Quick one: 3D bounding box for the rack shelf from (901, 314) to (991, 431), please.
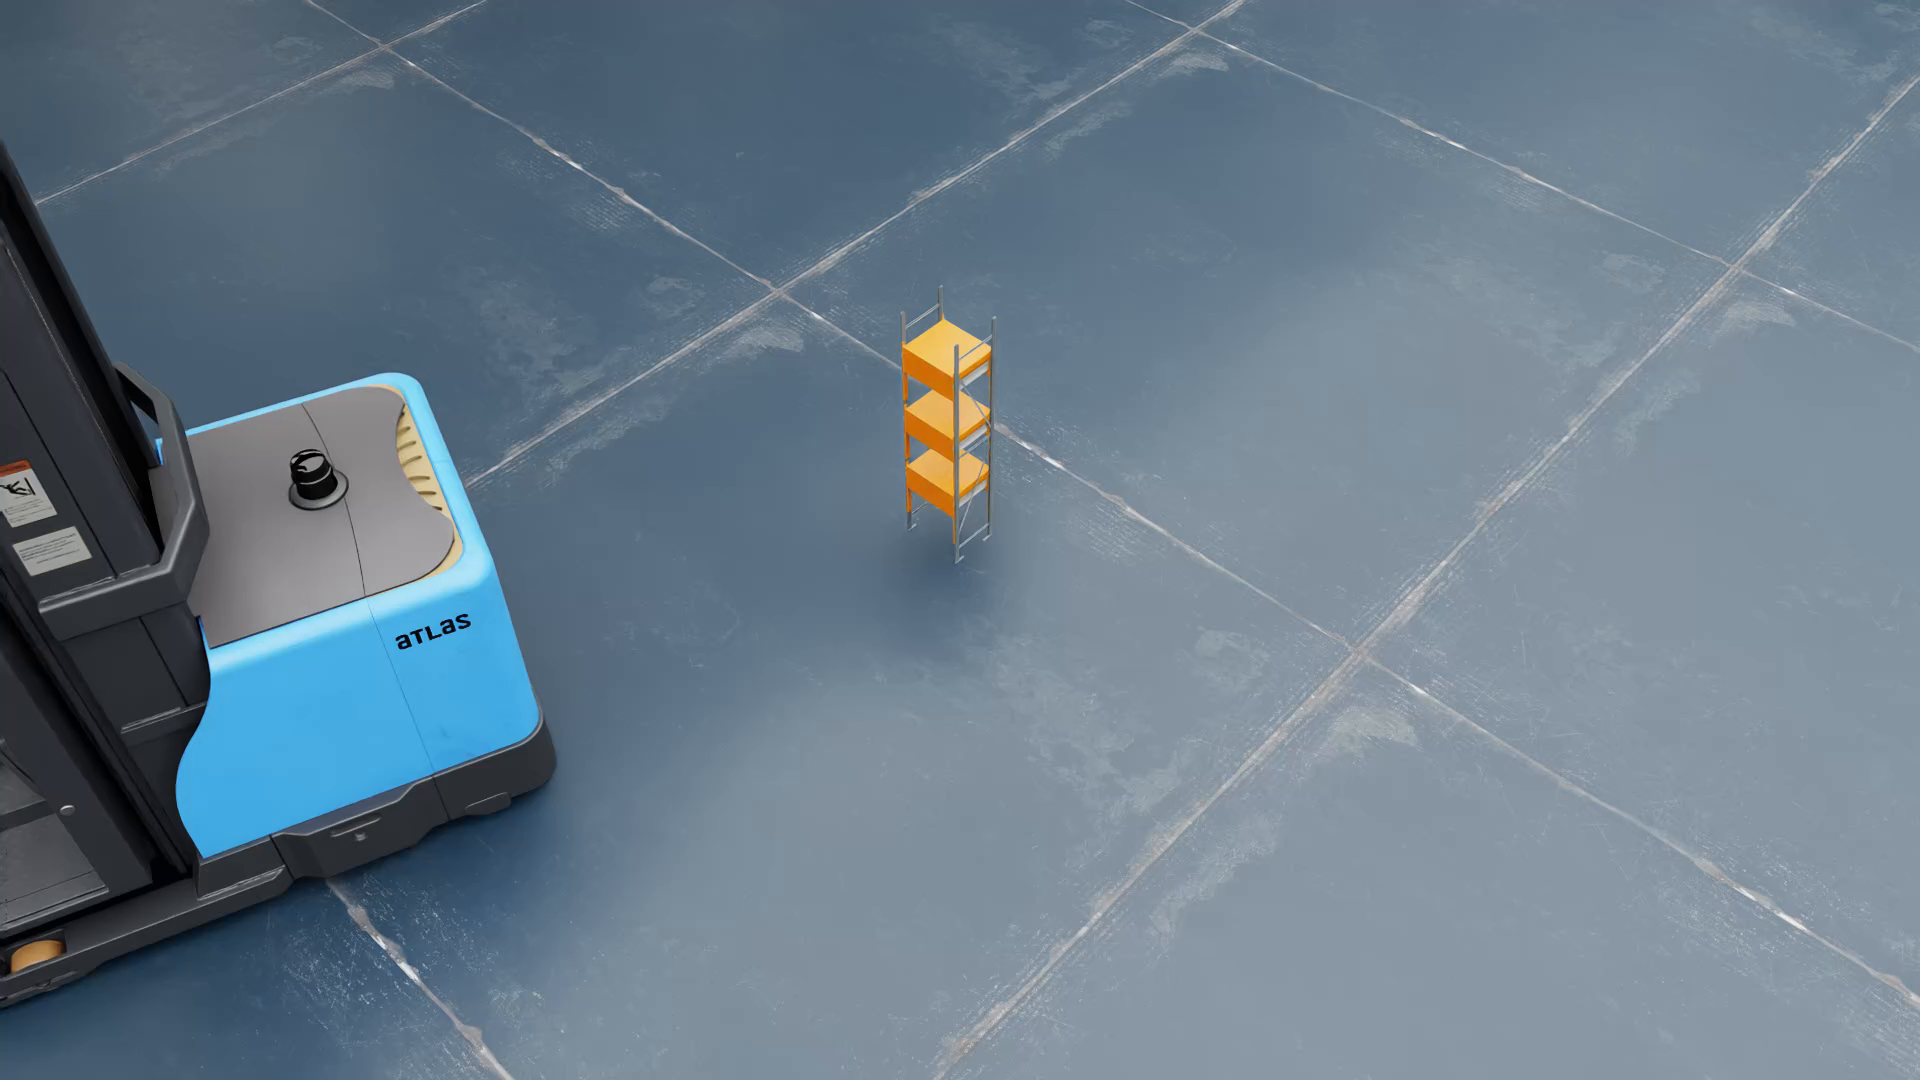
[{"bbox_3d":[-0.039,-0.573,5.693,0.240,0.259,0.215,34,55,28],"label":"rack shelf"}]

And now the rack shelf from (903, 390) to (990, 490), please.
[{"bbox_3d":[-0.039,-0.379,5.900,0.240,0.259,0.215,34,55,28],"label":"rack shelf"}]

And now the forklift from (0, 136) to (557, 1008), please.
[{"bbox_3d":[-2.879,-0.032,4.269,3.031,2.935,1.130,-20,50,-18],"label":"forklift"}]

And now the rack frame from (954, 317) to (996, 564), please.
[{"bbox_3d":[0.050,-0.325,5.835,0.008,1.050,0.200,34,55,28],"label":"rack frame"}]

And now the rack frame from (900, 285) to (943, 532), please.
[{"bbox_3d":[-0.129,-0.446,5.949,0.008,1.050,0.200,34,55,28],"label":"rack frame"}]

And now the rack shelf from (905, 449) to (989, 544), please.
[{"bbox_3d":[-0.039,-0.188,6.102,0.240,0.259,0.215,34,55,28],"label":"rack shelf"}]

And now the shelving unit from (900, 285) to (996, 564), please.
[{"bbox_3d":[-0.039,-0.386,5.892,0.252,1.050,0.215,34,55,28],"label":"shelving unit"}]
